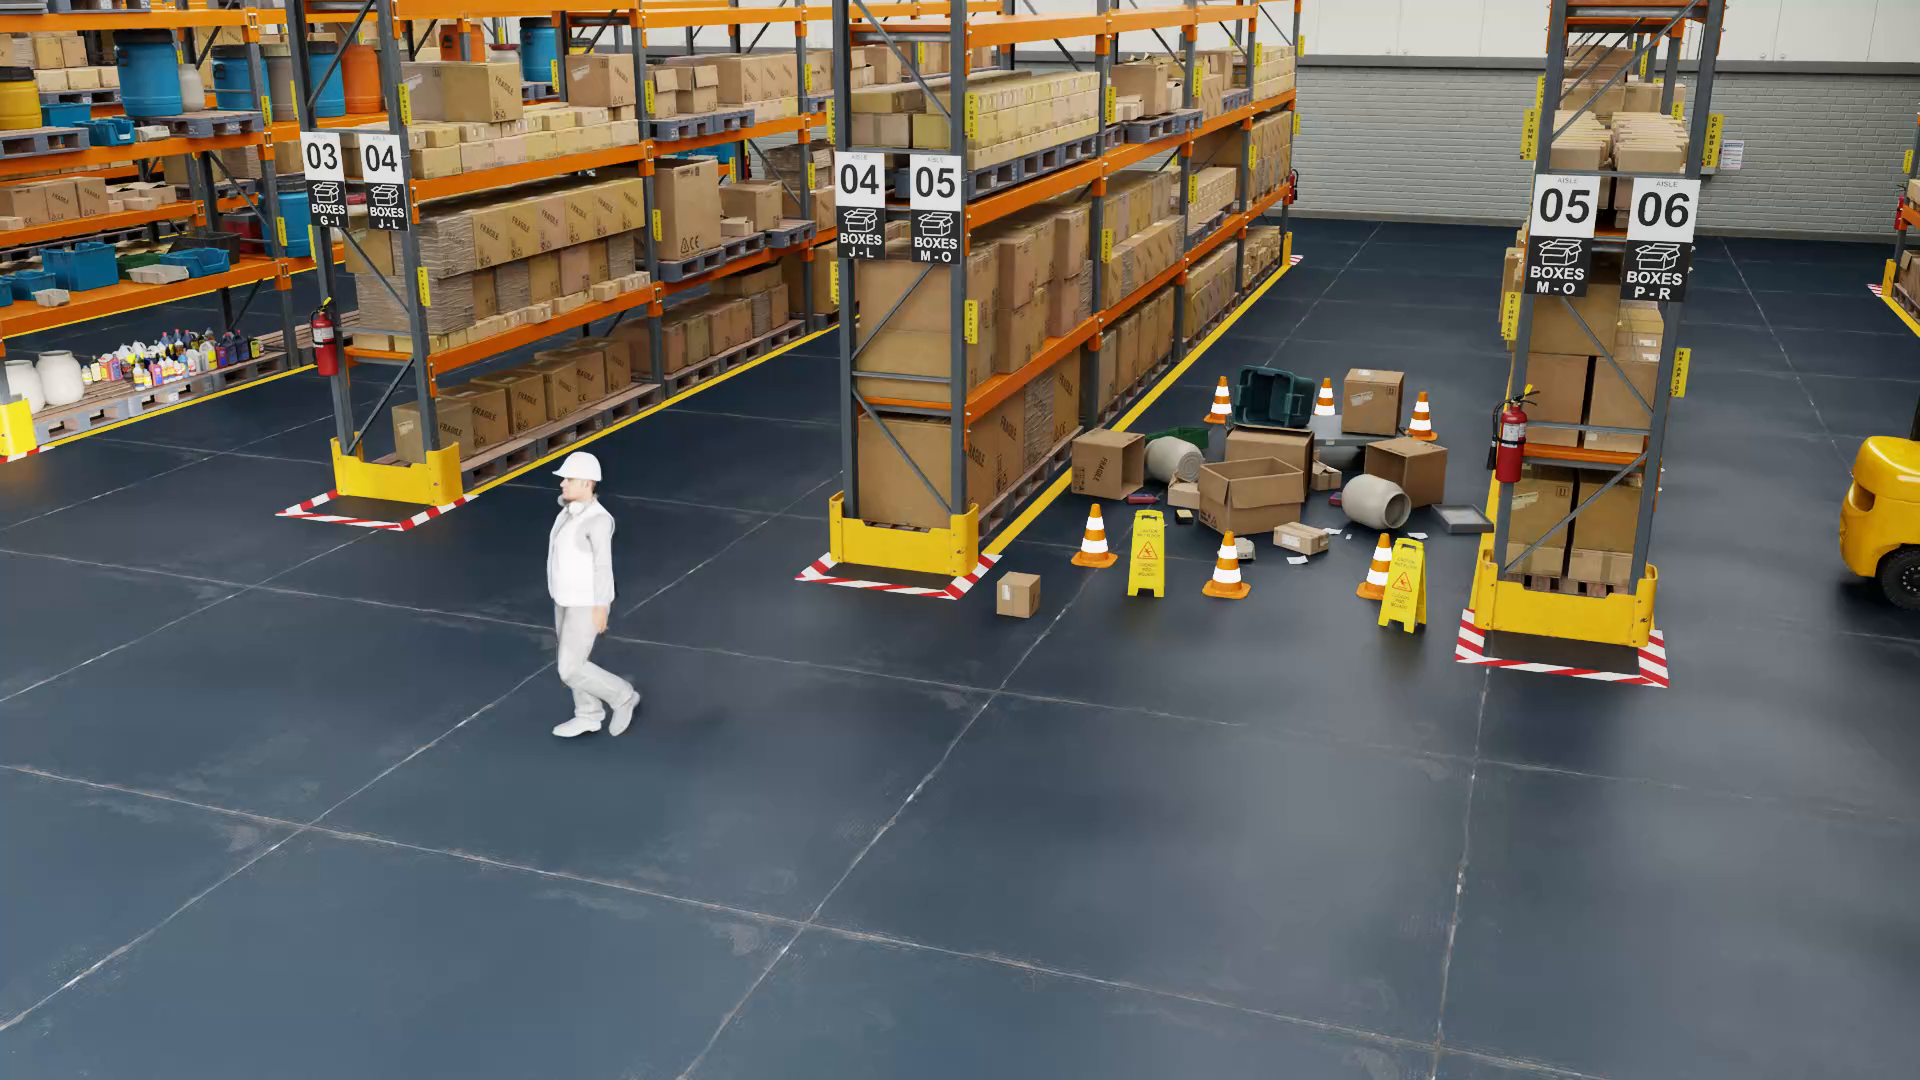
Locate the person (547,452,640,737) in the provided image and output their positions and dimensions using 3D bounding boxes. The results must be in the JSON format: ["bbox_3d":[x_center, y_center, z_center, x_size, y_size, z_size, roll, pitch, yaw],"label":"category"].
[{"bbox_3d":[-2.237,0.339,9.936,0.493,1.763,0.534,-11,21,-30],"label":"person"}]
